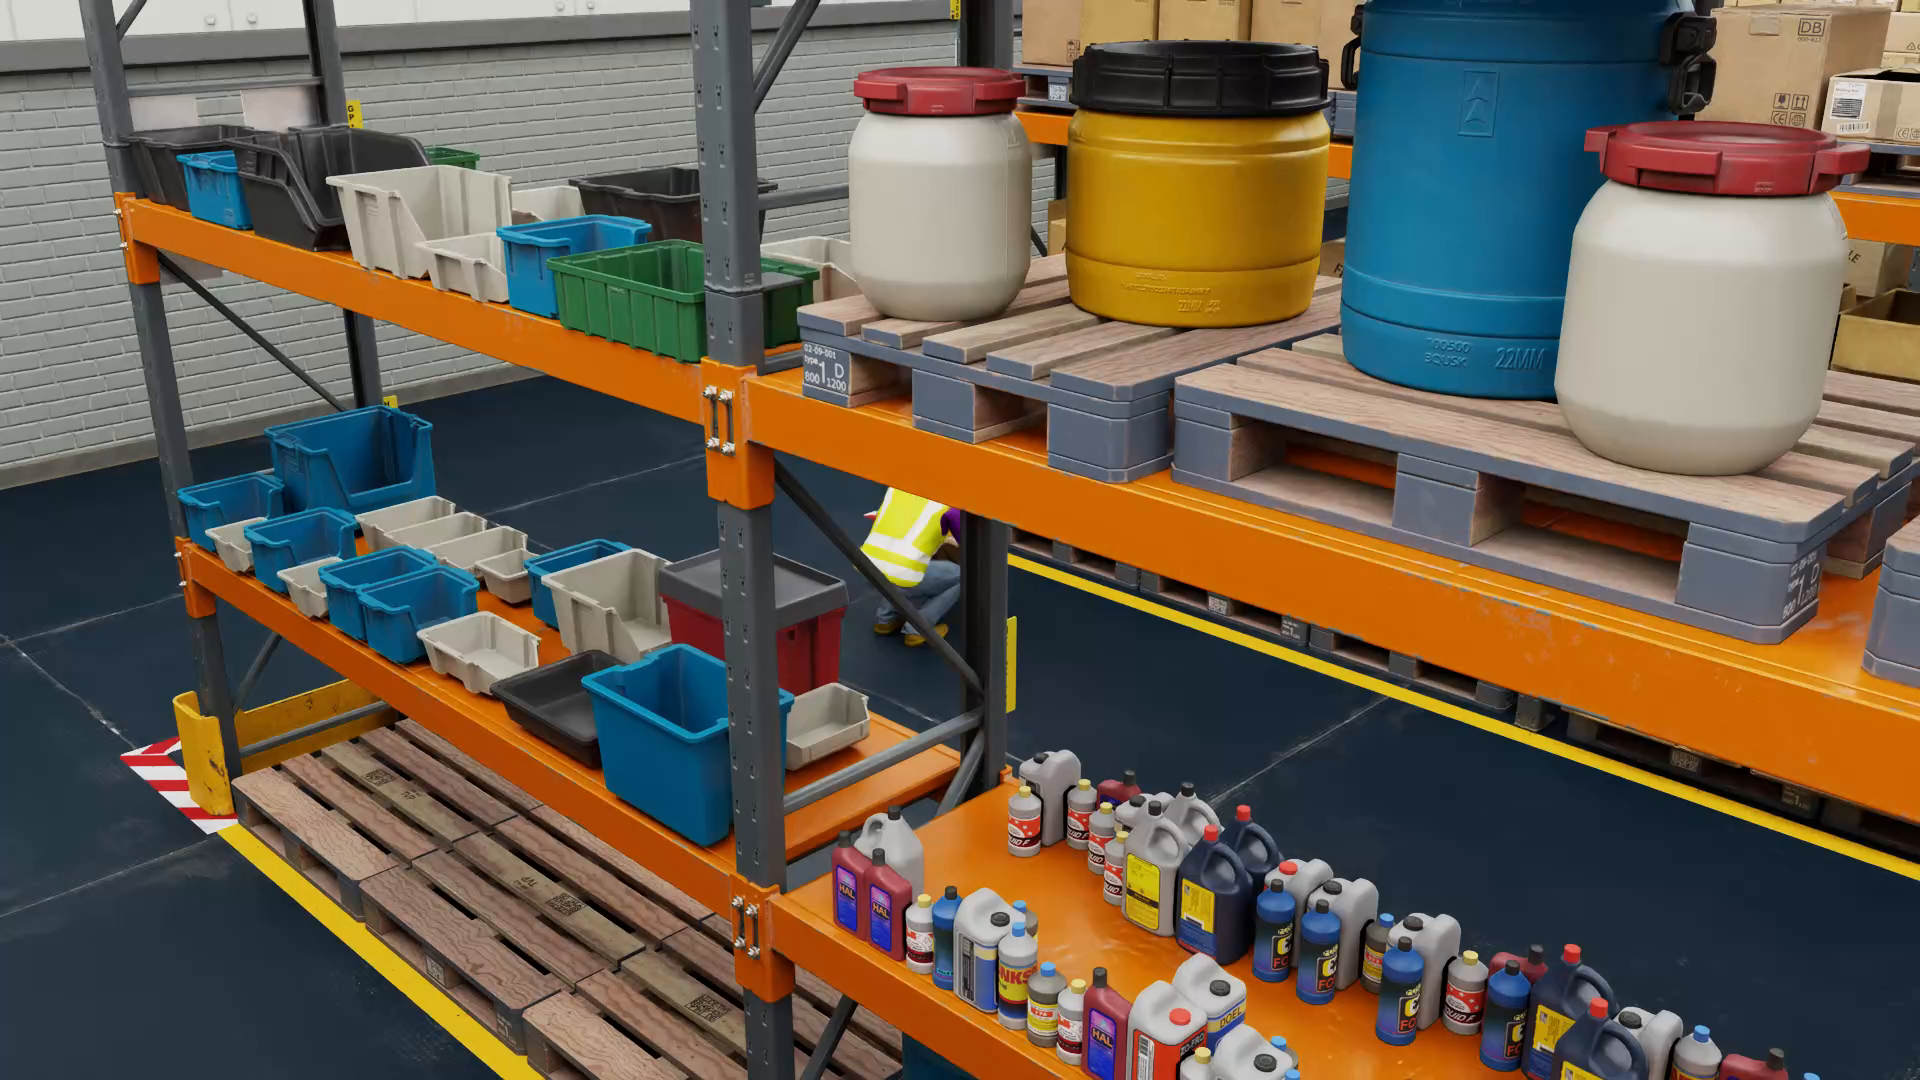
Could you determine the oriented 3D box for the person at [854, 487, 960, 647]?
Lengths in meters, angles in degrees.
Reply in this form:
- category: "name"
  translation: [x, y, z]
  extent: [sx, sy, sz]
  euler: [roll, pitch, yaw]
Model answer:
- category: "person"
  translation: [-0.215, 0.035, 9.566]
  extent: [0.586, 0.995, 0.898]
  euler: [19, 28, 41]
